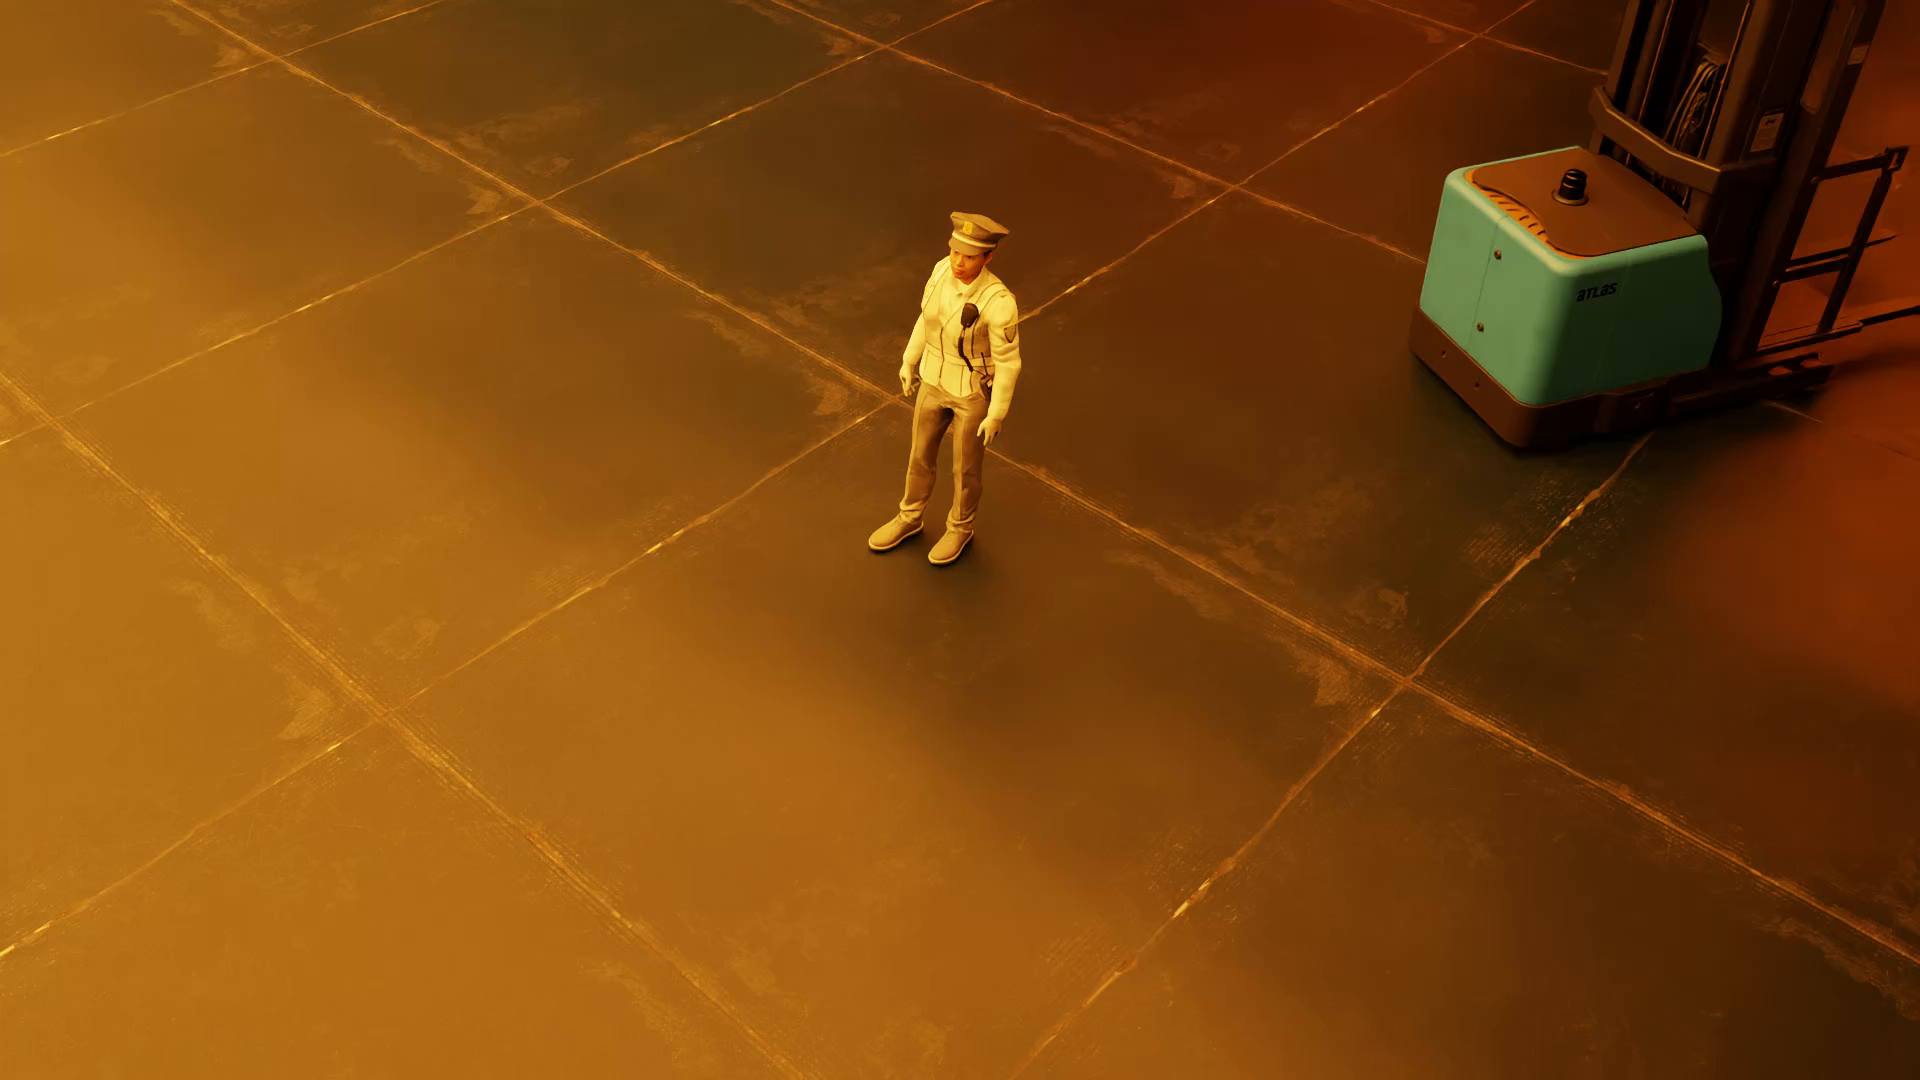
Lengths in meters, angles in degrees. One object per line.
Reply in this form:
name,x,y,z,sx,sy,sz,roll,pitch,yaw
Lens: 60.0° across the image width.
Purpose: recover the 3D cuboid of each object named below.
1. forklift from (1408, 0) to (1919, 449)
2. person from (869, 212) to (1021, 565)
forklift,3.935,-2.149,7.933,3.031,2.935,1.130,-14,42,-15
person,-0.052,-0.618,7.088,0.586,1.694,0.530,31,49,31
